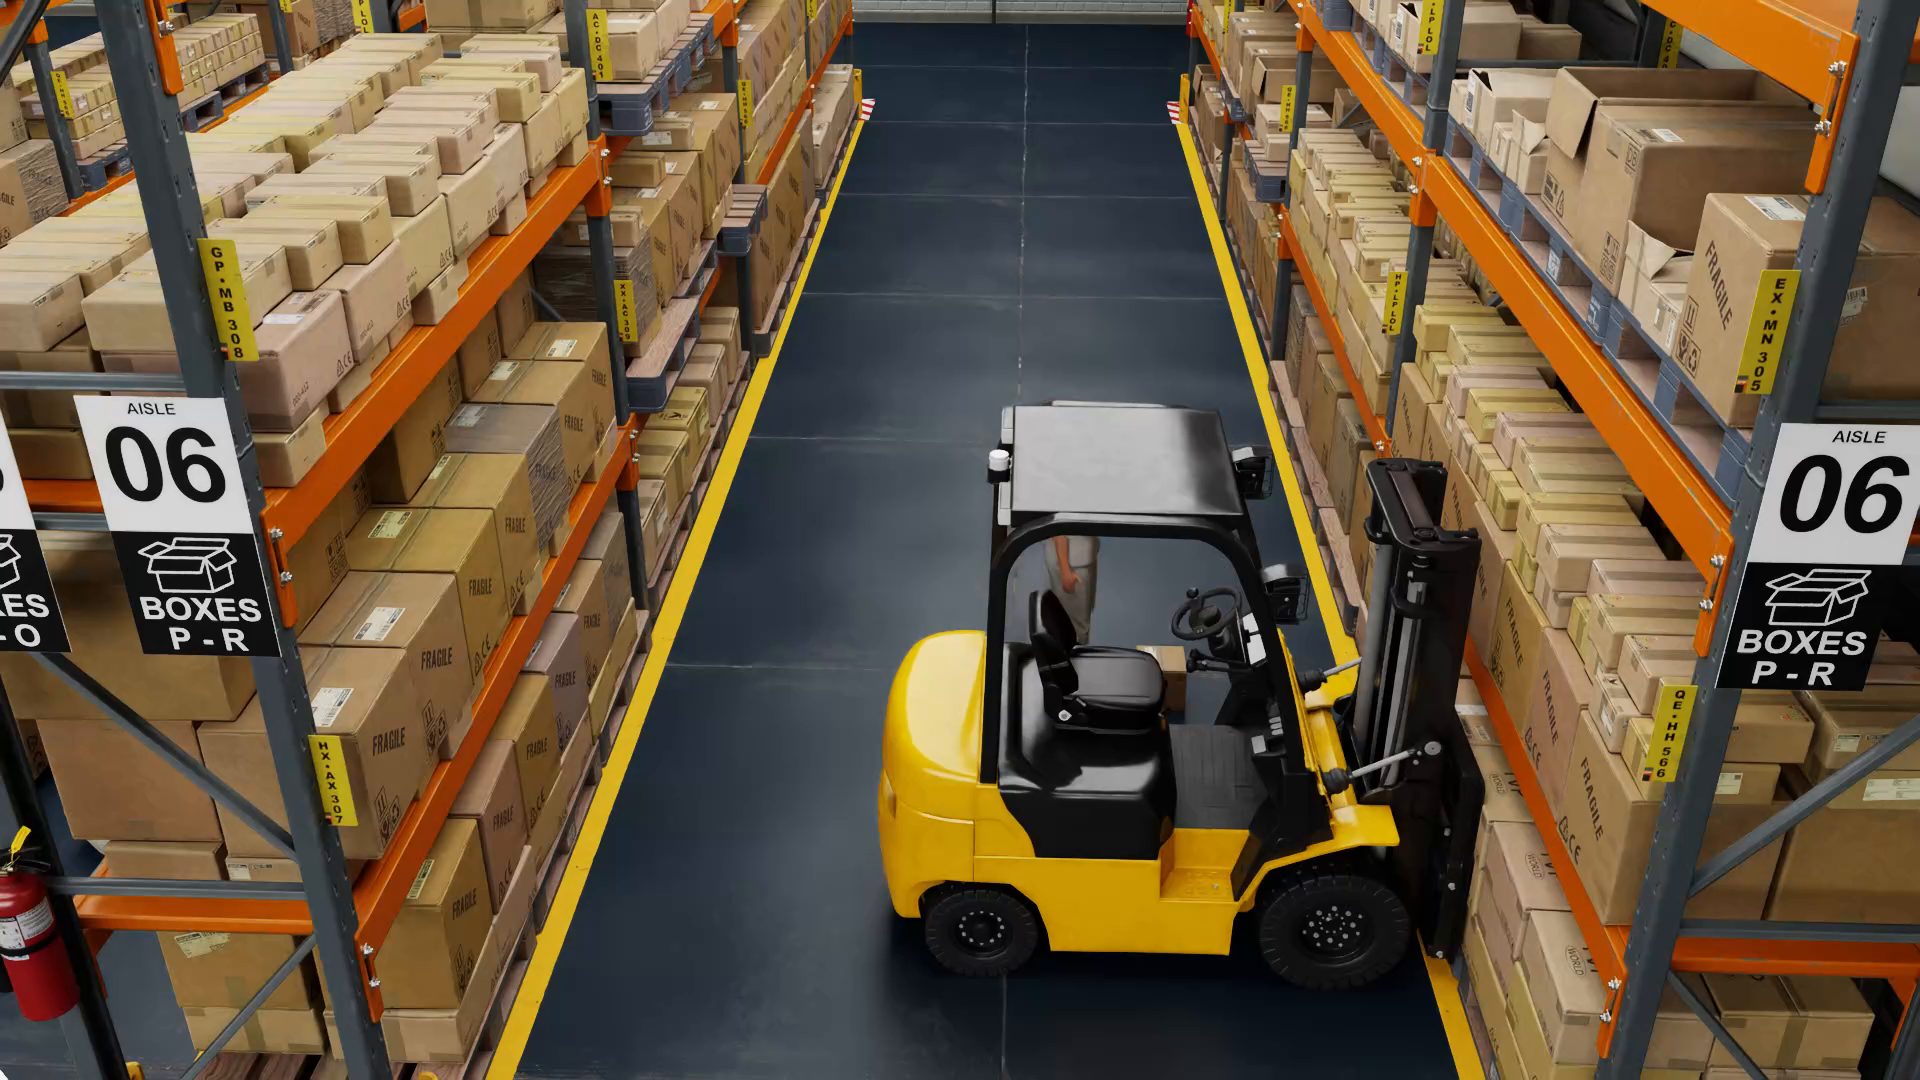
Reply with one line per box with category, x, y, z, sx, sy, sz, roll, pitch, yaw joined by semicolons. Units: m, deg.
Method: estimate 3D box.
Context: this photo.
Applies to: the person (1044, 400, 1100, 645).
person;0.576;0.084;8.455;0.548;1.680;0.452;8;29;14
